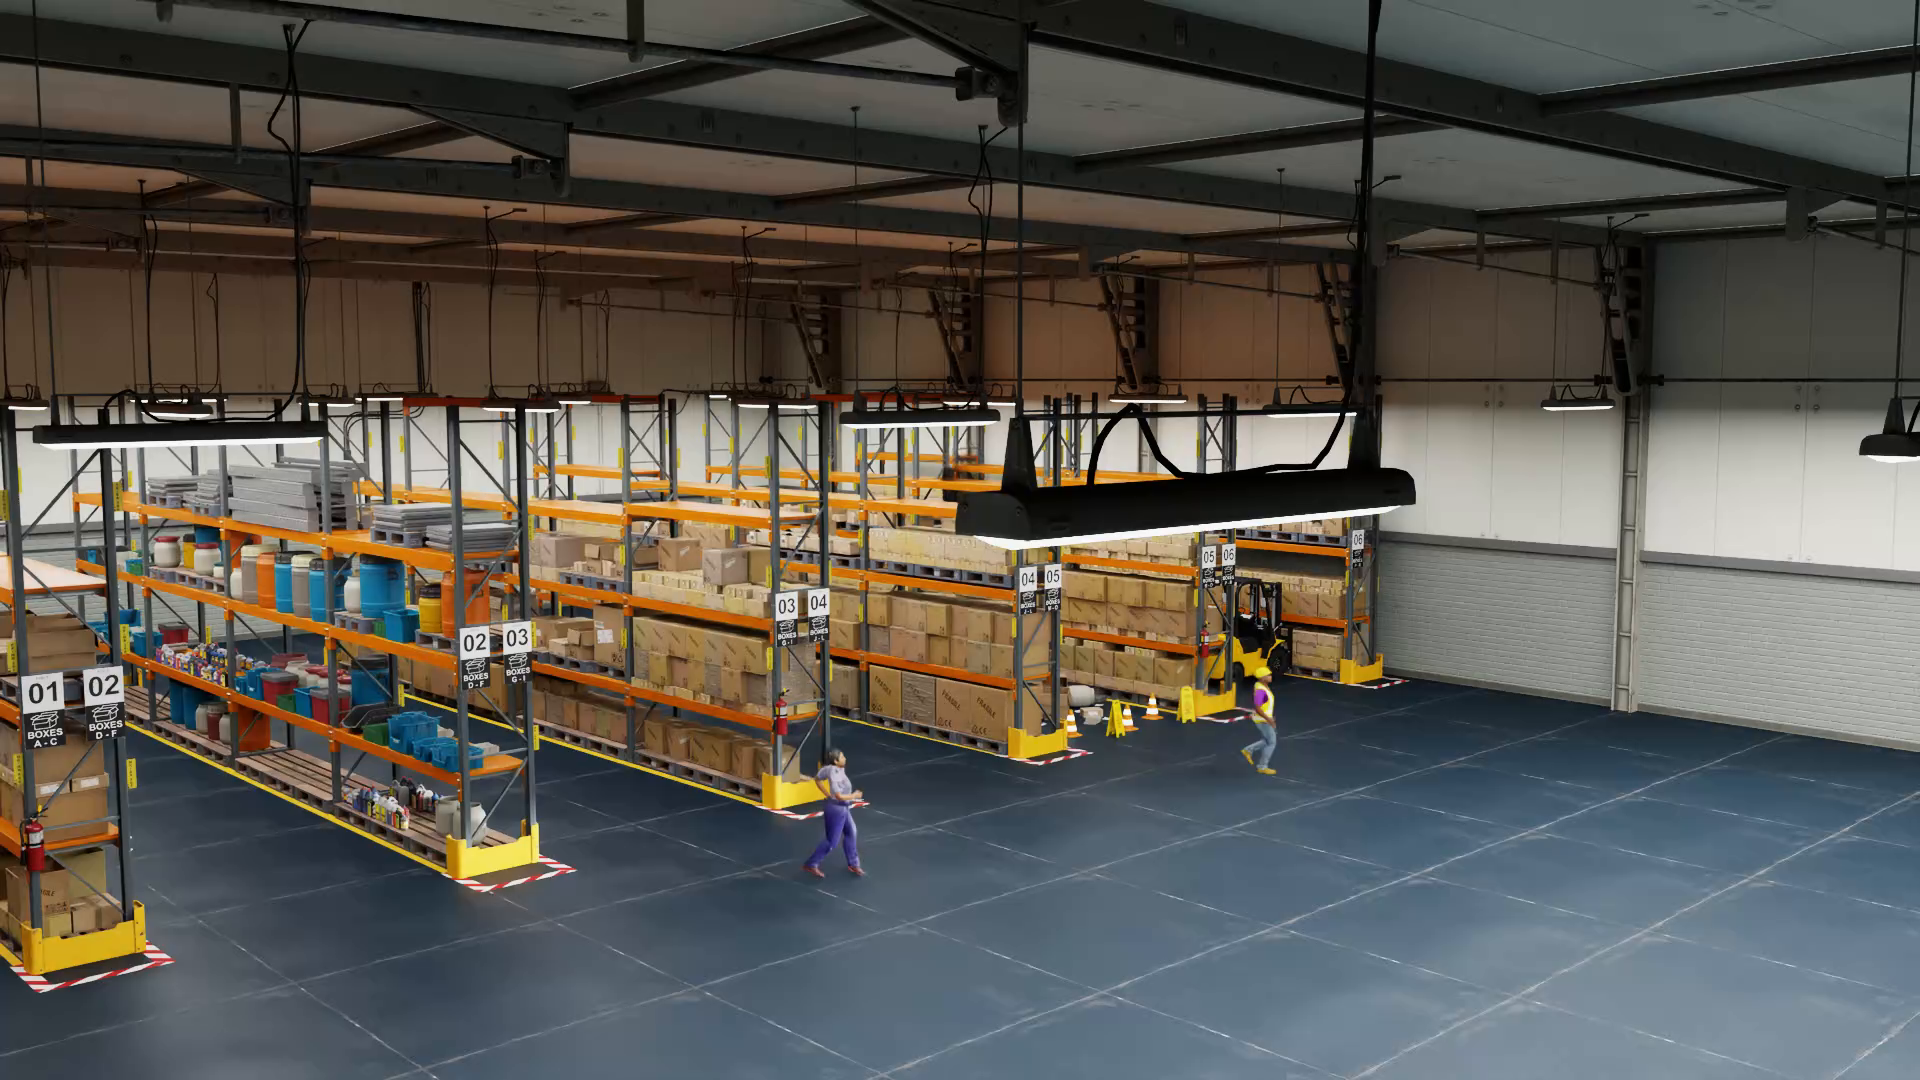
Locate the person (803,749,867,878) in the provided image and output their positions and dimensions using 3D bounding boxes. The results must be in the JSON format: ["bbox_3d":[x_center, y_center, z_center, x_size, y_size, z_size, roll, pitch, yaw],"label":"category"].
[{"bbox_3d":[-1.582,3.530,21.069,0.830,1.608,0.609,-1,6,-9],"label":"person"}]

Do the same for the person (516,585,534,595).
[{"bbox_3d":[-10.740,1.551,40.619,0.790,1.704,0.729,-2,6,-18],"label":"person"}]

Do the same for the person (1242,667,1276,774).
[{"bbox_3d":[4.818,2.894,26.741,0.561,1.732,0.693,1,6,7],"label":"person"}]
